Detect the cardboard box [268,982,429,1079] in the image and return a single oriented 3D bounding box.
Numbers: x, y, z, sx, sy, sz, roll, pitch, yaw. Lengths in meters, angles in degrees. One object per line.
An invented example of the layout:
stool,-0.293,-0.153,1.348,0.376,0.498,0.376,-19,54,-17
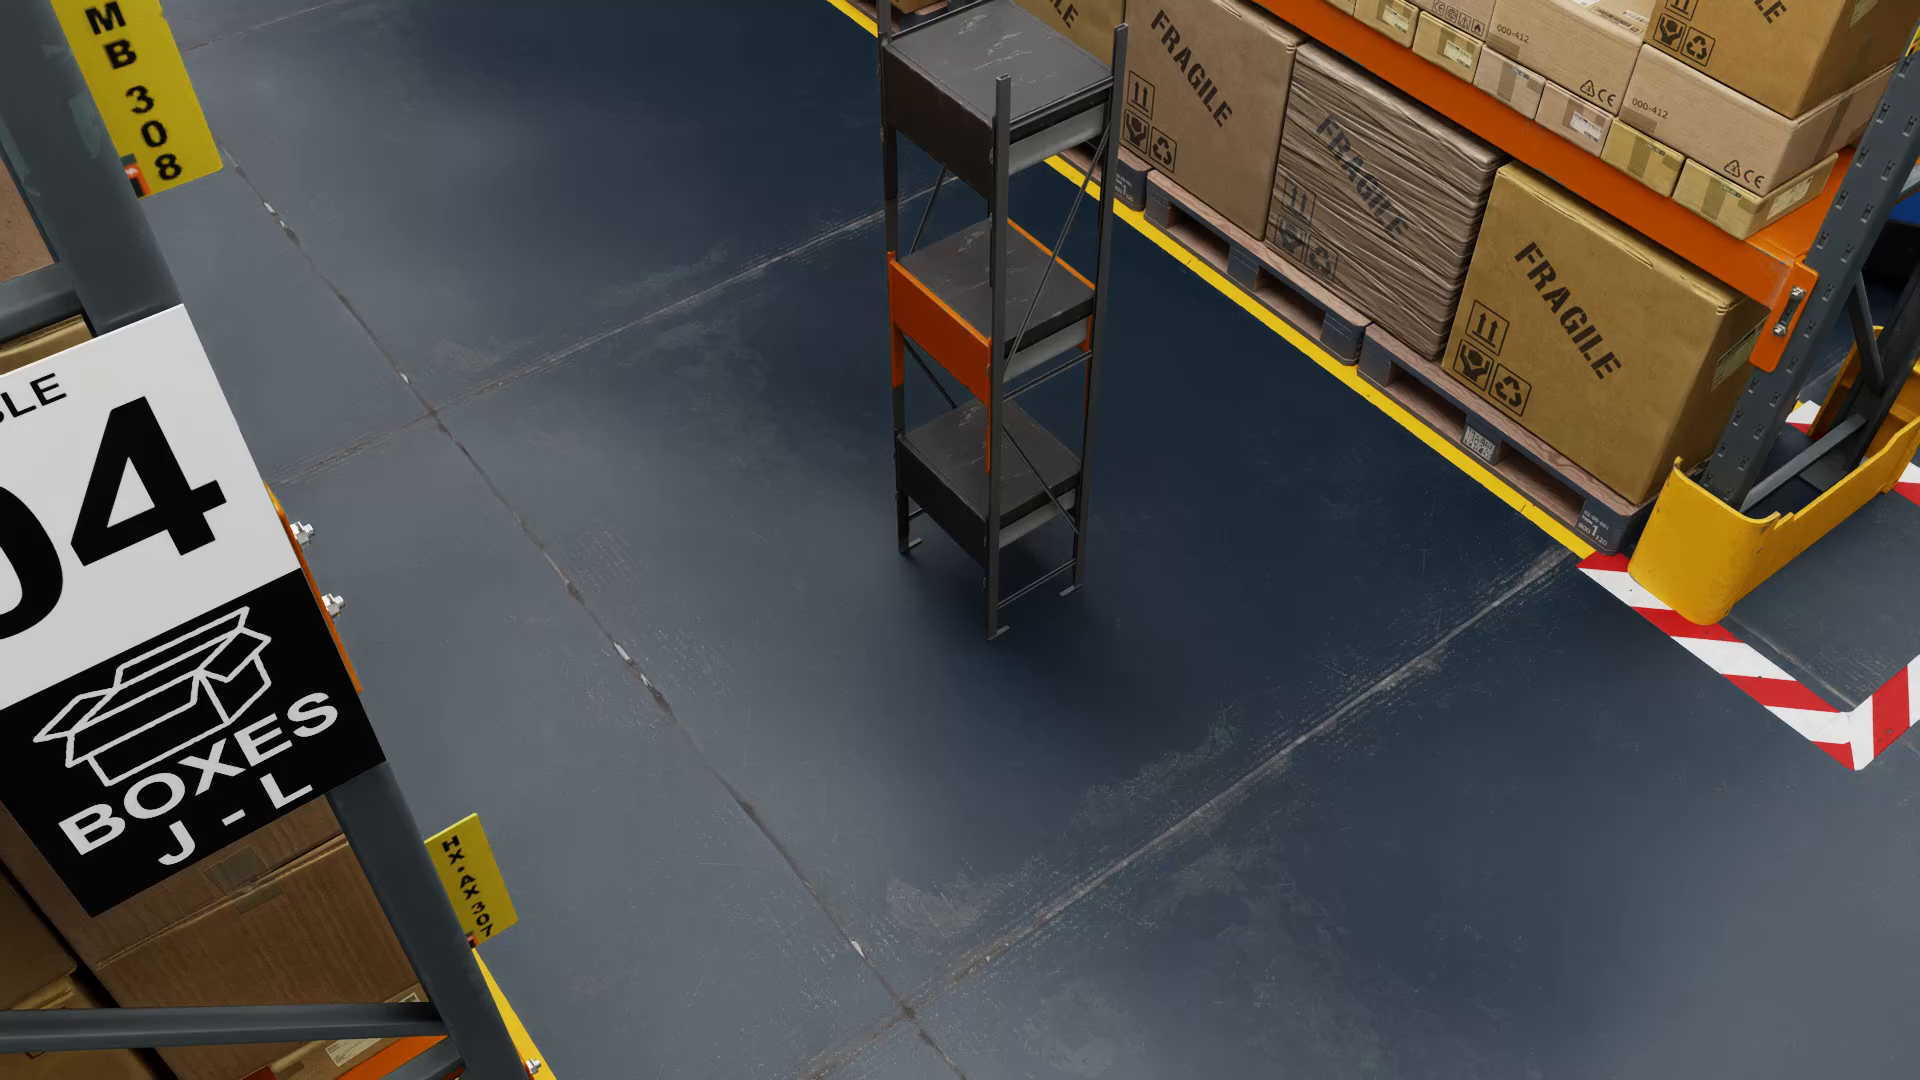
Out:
cardboard box,-1.146,0.830,3.143,0.380,0.149,0.250,-30,54,-24

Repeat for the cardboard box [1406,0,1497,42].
cardboard box,1.678,-1.897,5.346,0.500,0.250,0.500,-31,55,-25

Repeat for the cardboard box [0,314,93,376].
cardboard box,-1.279,-0.253,2.031,0.500,0.250,0.500,-28,53,-23

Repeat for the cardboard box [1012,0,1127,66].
cardboard box,0.712,-2.443,7.091,0.875,0.875,0.875,-29,54,-24

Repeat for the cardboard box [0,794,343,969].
cardboard box,-1.271,0.230,2.573,0.500,0.500,0.500,-30,54,-24

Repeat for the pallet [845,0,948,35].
pallet,-0.151,-2.925,8.259,1.003,0.211,1.213,-29,54,-24

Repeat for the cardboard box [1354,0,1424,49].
cardboard box,1.543,-1.814,5.539,0.380,0.149,0.250,-29,54,-24

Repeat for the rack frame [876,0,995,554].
rack frame,-0.048,-0.752,5.014,0.400,2.100,0.015,-29,54,-24

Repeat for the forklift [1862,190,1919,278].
forklift,4.344,-3.013,6.503,1.130,2.935,3.031,14,49,12

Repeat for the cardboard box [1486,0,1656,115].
cardboard box,1.987,-1.597,5.074,0.500,0.250,0.500,-30,55,-25

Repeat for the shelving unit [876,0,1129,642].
shelving unit,0.100,-0.608,4.884,0.431,2.100,0.503,-29,54,-24

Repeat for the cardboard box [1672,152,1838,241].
cardboard box,2.320,-1.060,4.856,0.380,0.149,0.250,-28,54,-23

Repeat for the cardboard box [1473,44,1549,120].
cardboard box,1.859,-1.509,5.263,0.380,0.149,0.250,-29,54,-23

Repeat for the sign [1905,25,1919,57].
sign,2.357,-1.315,3.976,0.100,0.325,0.005,-29,54,-24

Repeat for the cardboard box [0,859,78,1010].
cardboard box,-1.686,0.456,2.369,0.500,0.500,0.500,-30,55,-25

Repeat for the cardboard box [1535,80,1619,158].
cardboard box,2.009,-1.361,5.129,0.380,0.149,0.250,-29,54,-24

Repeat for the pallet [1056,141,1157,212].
pallet,0.774,-2.020,7.439,1.003,0.211,1.213,-29,54,-24

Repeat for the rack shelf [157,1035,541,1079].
rack shelf,-2.422,0.146,4.079,1.077,0.370,4.000,-29,54,-24

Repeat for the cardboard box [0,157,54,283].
cardboard box,-1.276,-0.423,1.848,0.500,0.250,0.500,-29,54,-23

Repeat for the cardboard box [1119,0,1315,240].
cardboard box,1.257,-1.912,6.609,0.875,0.875,0.875,-29,54,-24

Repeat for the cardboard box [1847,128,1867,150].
cardboard box,2.845,-1.355,5.123,0.380,0.149,0.250,-29,54,-24

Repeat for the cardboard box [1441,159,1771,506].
cardboard box,2.347,-0.851,5.647,0.875,0.875,0.875,-29,54,-24

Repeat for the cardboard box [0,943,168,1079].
cardboard box,-1.688,0.801,2.731,0.500,0.500,0.500,-28,54,-23

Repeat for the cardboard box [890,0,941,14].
cardboard box,-0.028,-3.236,7.810,1.225,0.875,0.875,-29,54,-24

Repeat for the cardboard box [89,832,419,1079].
cardboard box,-1.263,0.561,2.948,0.500,0.500,0.500,-27,53,-22

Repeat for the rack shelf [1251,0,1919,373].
rack shelf,1.587,-2.019,6.042,1.077,0.370,4.000,-29,54,-24

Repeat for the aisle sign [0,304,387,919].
aisle sign,-0.928,0.119,1.863,0.394,0.787,0.004,-29,54,-24

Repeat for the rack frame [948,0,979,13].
rack frame,0.376,-3.440,6.844,1.000,3.000,0.127,-29,54,-24

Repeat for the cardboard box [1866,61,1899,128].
cardboard box,2.722,-1.535,5.018,0.500,0.250,0.500,-31,55,-25

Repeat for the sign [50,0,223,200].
sign,-0.779,-0.461,1.529,0.100,0.325,0.005,-29,54,-24

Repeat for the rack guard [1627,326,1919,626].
rack guard,2.812,-0.228,5.619,1.175,0.500,0.348,-29,54,-24

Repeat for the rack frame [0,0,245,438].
rack frame,-1.211,-0.931,0.520,1.000,3.000,0.127,-29,54,-24

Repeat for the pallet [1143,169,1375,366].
pallet,1.517,-1.300,6.786,1.003,0.211,1.213,-29,54,-24

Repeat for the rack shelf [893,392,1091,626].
rack shelf,0.100,-0.128,5.412,0.431,0.518,0.480,-29,54,-24

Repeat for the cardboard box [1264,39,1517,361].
cardboard box,1.796,-1.387,6.134,0.875,0.875,0.875,-29,54,-24

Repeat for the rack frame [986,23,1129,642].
rack frame,0.248,-0.464,4.753,0.400,2.100,0.015,-29,54,-24

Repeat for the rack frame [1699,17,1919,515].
rack frame,2.798,-1.082,4.706,1.000,3.000,0.127,-29,54,-24

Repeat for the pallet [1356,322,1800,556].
pallet,2.251,-0.582,6.135,1.003,0.211,1.213,-29,54,-24

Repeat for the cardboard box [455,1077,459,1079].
cardboard box,-1.258,1.239,3.841,0.380,0.149,0.250,-32,55,-26

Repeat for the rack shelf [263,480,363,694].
rack shelf,-2.422,-0.862,2.967,1.077,0.370,4.000,-29,54,-24

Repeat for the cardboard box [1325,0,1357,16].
cardboard box,1.395,-1.961,5.673,0.380,0.149,0.250,-28,54,-23

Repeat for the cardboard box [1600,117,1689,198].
cardboard box,2.161,-1.212,4.994,0.380,0.149,0.250,-29,54,-24

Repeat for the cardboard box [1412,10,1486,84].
cardboard box,1.701,-1.661,5.401,0.380,0.149,0.250,-31,55,-25

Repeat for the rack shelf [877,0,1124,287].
rack shelf,0.100,-1.069,4.375,0.431,0.518,0.480,-29,54,-24

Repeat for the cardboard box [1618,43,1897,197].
cardboard box,2.293,-1.298,4.803,0.500,0.250,0.500,-30,55,-25

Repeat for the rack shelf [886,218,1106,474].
rack shelf,0.100,-0.598,4.894,0.431,0.518,0.480,-29,54,-24

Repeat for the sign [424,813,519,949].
sign,-0.779,0.549,2.643,0.100,0.325,0.005,-29,54,-24

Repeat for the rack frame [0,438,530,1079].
rack frame,-1.211,1.084,2.743,1.000,3.000,0.127,-29,54,-24

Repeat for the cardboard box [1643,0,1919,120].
cardboard box,2.294,-1.553,4.527,0.500,0.500,0.500,-29,54,-24
